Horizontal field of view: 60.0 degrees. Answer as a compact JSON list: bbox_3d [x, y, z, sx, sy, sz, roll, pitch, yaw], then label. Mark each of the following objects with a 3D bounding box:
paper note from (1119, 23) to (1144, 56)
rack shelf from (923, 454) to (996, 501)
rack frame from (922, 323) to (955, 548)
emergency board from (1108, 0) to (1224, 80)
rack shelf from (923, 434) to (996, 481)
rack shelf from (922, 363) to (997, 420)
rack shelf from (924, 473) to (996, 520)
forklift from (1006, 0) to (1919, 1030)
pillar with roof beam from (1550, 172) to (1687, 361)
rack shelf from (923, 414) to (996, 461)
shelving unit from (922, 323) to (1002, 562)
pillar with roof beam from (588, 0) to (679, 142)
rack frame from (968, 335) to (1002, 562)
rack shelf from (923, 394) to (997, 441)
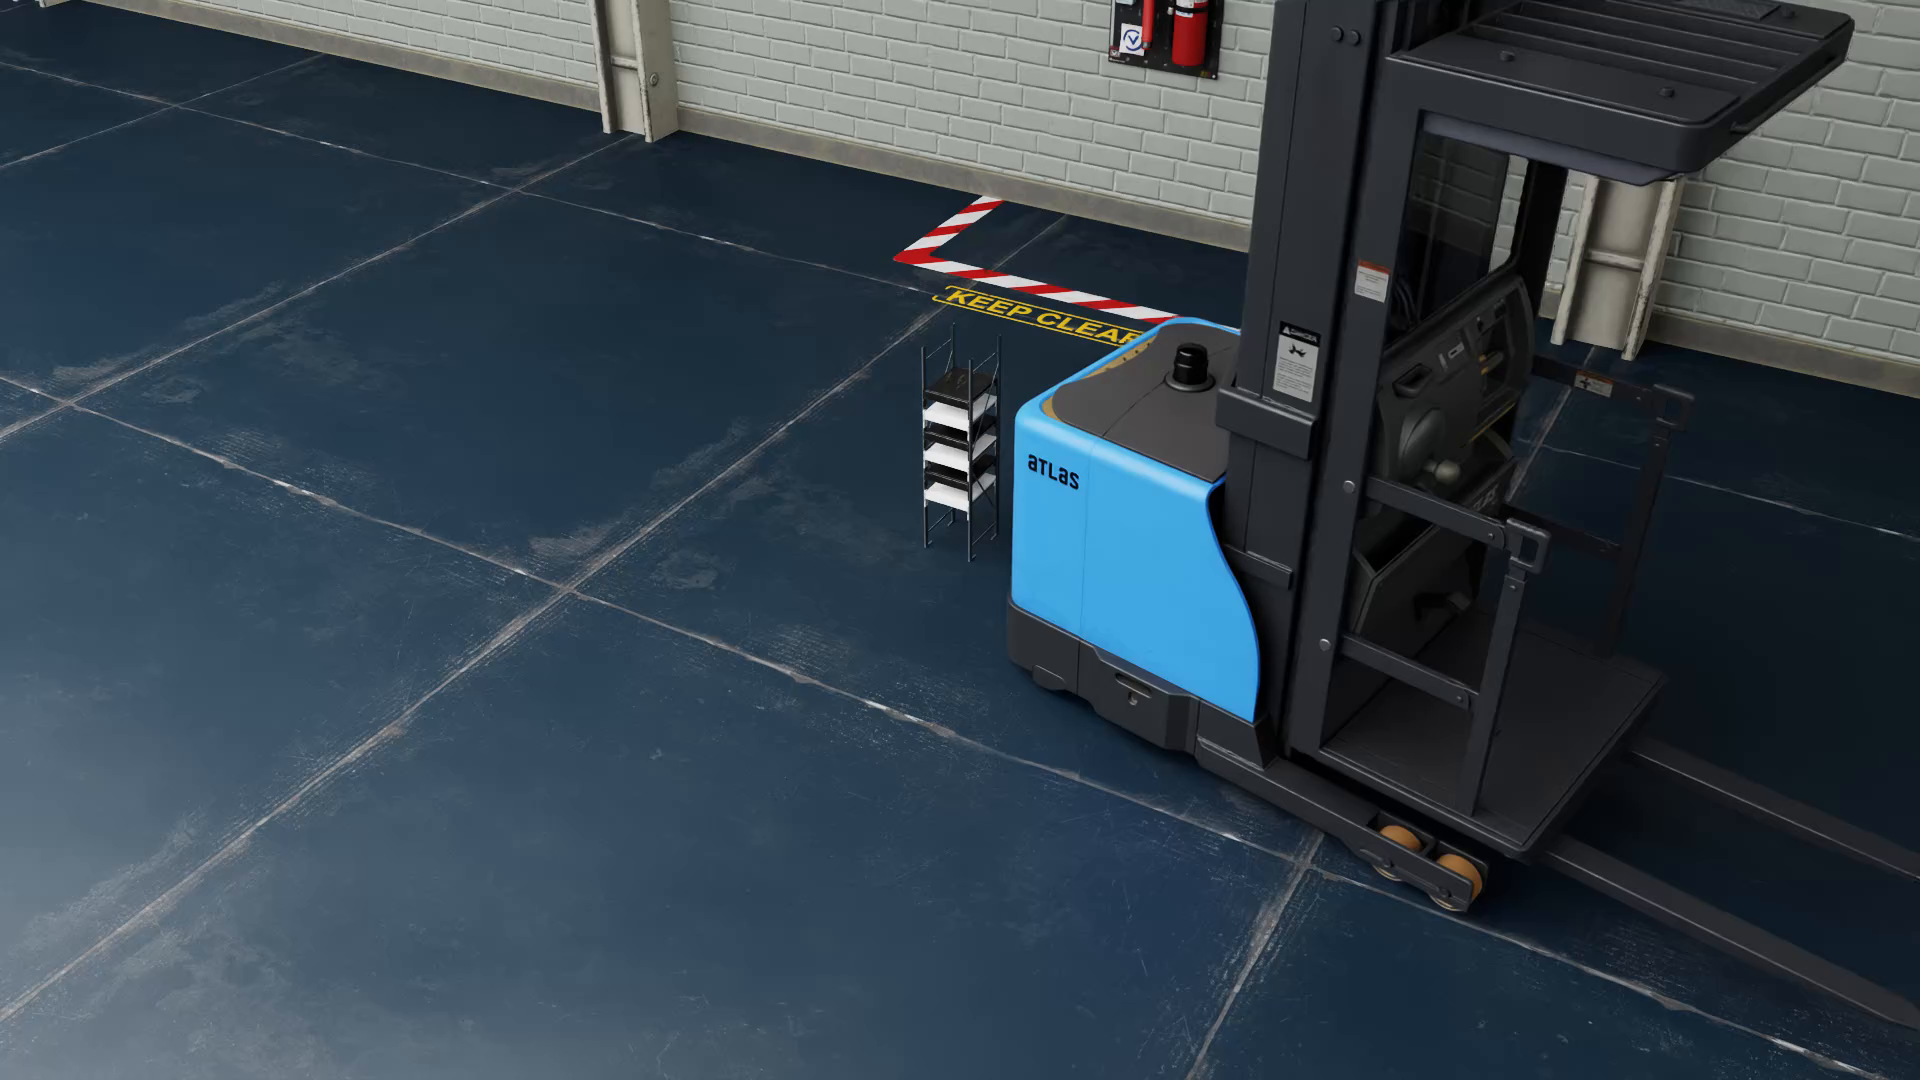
[{"bbox_3d":[0.917,-2.656,8.827,0.142,0.148,0.016,18,37,24],"label":"paper note"},{"bbox_3d":[0.007,-0.270,6.566,0.200,0.077,0.258,18,37,24],"label":"rack shelf"},{"bbox_3d":[-0.081,-0.400,6.539,0.006,0.900,0.240,18,37,24],"label":"rack frame"},{"bbox_3d":[1.036,-2.941,8.460,0.643,1.169,0.194,18,37,24],"label":"emergency board"},{"bbox_3d":[0.007,-0.345,6.516,0.200,0.077,0.258,18,37,24],"label":"rack shelf"},{"bbox_3d":[0.007,-0.569,6.366,0.200,0.077,0.258,18,37,24],"label":"rack shelf"},{"bbox_3d":[0.007,-0.195,6.615,0.200,0.077,0.258,18,37,24],"label":"rack shelf"},{"bbox_3d":[1.611,-0.426,4.746,3.031,2.935,1.130,26,41,33],"label":"forklift"},{"bbox_3d":[1.027,-2.668,2.638,0.400,9.000,9.100,18,37,24],"label":"pillar with roof beam"},{"bbox_3d":[0.007,-0.419,6.466,0.200,0.077,0.258,18,37,24],"label":"rack shelf"},{"bbox_3d":[0.007,-0.372,6.497,0.210,0.900,0.258,18,37,24],"label":"shelving unit"},{"bbox_3d":[-4.183,-4.318,5.116,0.400,9.000,9.100,18,37,24],"label":"pillar with roof beam"},{"bbox_3d":[0.095,-0.344,6.455,0.006,0.900,0.240,18,37,24],"label":"rack frame"},{"bbox_3d":[0.007,-0.494,6.416,0.200,0.077,0.258,18,37,24],"label":"rack shelf"}]
